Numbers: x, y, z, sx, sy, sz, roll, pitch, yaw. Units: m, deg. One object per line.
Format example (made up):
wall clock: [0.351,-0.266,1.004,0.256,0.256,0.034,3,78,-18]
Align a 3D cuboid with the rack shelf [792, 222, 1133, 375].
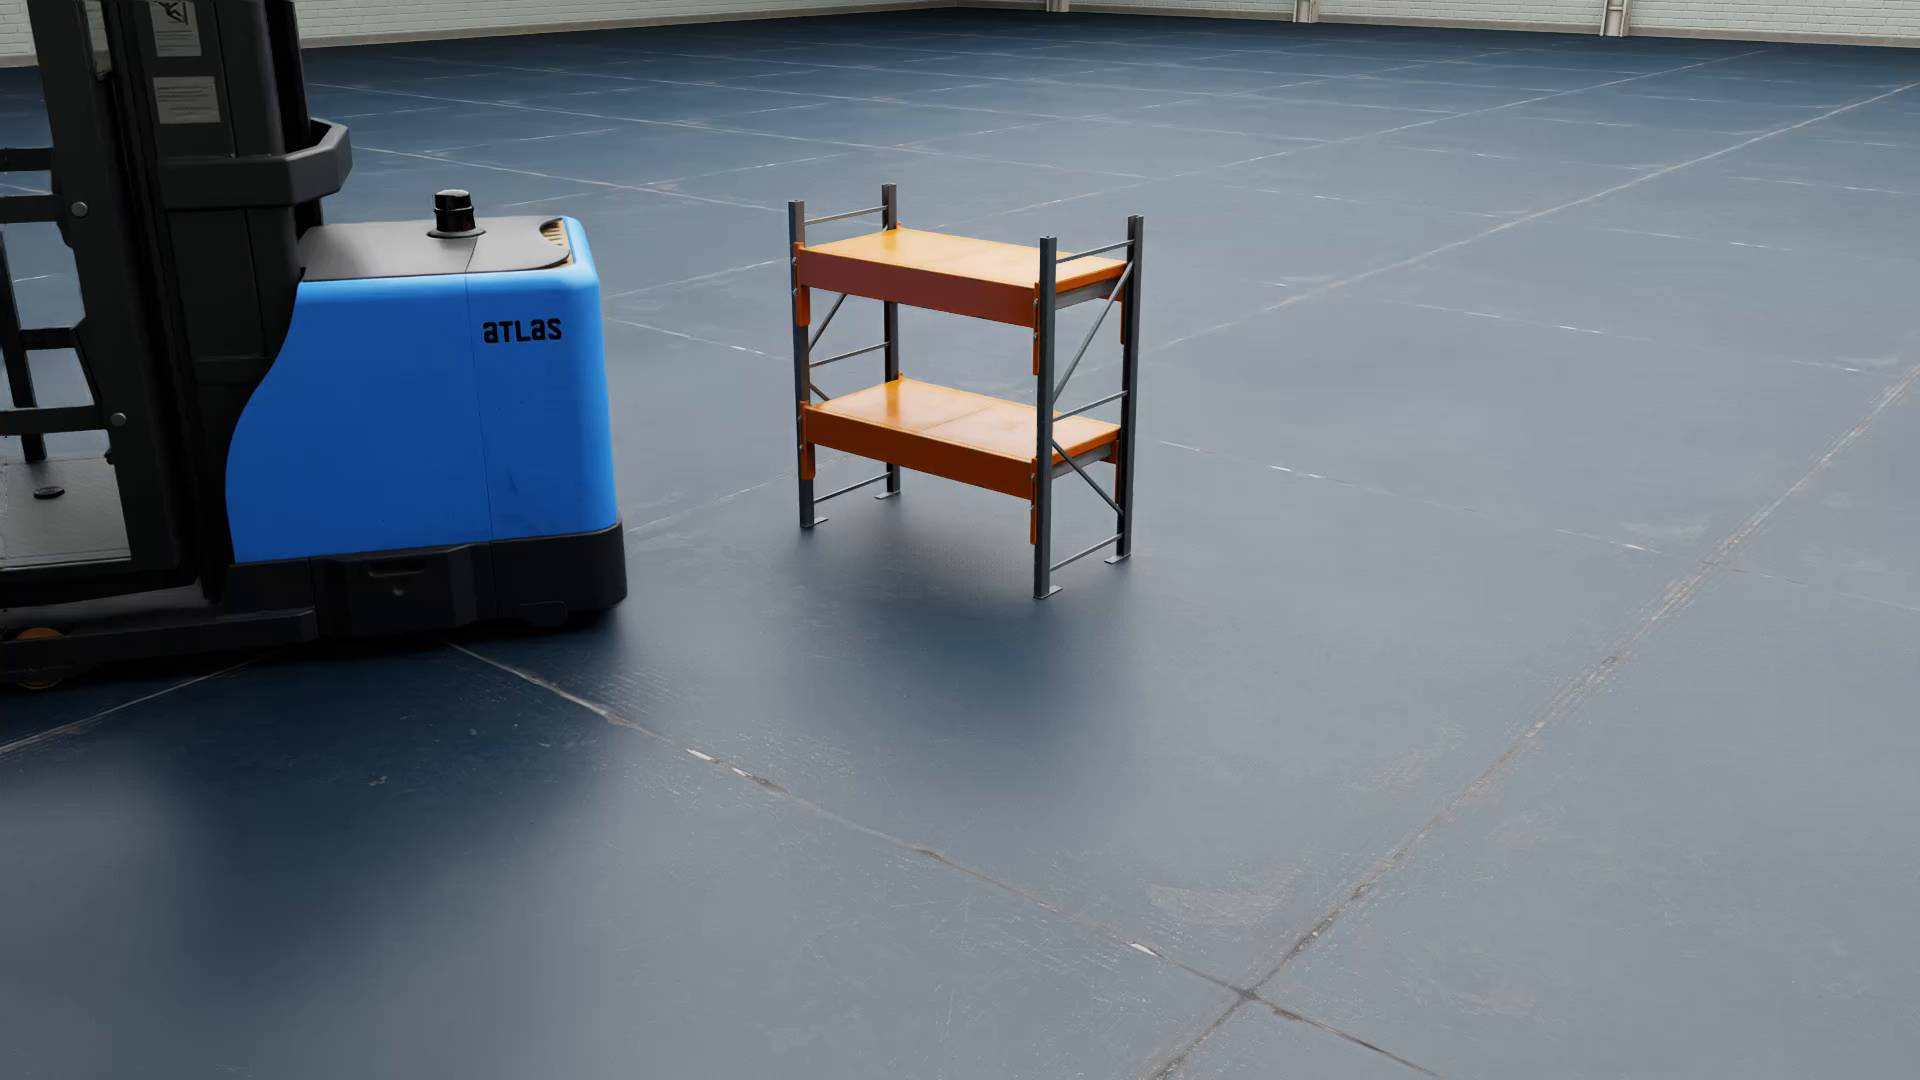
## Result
rack shelf: [0.005,-0.799,5.362,1.000,0.278,0.538,16,26,36]

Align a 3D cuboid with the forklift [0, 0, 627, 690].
forklift: [-2.580,-1.149,4.561,3.031,2.935,1.130,-5,21,-14]

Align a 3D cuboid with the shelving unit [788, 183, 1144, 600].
shelving unit: [0.005,-0.525,5.466,1.048,1.125,0.538,16,26,36]

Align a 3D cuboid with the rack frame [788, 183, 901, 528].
rack frame: [-0.389,-0.638,5.766,0.032,1.125,0.500,16,26,36]

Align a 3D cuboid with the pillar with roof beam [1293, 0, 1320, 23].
pillar with roof beam: [4.050,-13.186,27.881,0.400,9.000,9.100,16,26,36]

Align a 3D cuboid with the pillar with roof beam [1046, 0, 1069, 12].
pillar with roof beam: [-0.598,-14.524,31.430,0.400,9.000,9.100,16,26,36]

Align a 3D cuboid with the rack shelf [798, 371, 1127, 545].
rack shelf: [0.005,-0.296,5.552,1.000,0.278,0.538,16,26,36]

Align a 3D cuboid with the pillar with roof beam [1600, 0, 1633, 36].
pillar with roof beam: [8.699,-11.847,24.331,0.400,9.000,9.100,16,26,36]

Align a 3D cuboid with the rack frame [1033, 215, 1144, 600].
rack frame: [0.399,-0.411,5.165,0.032,1.125,0.500,16,26,36]
